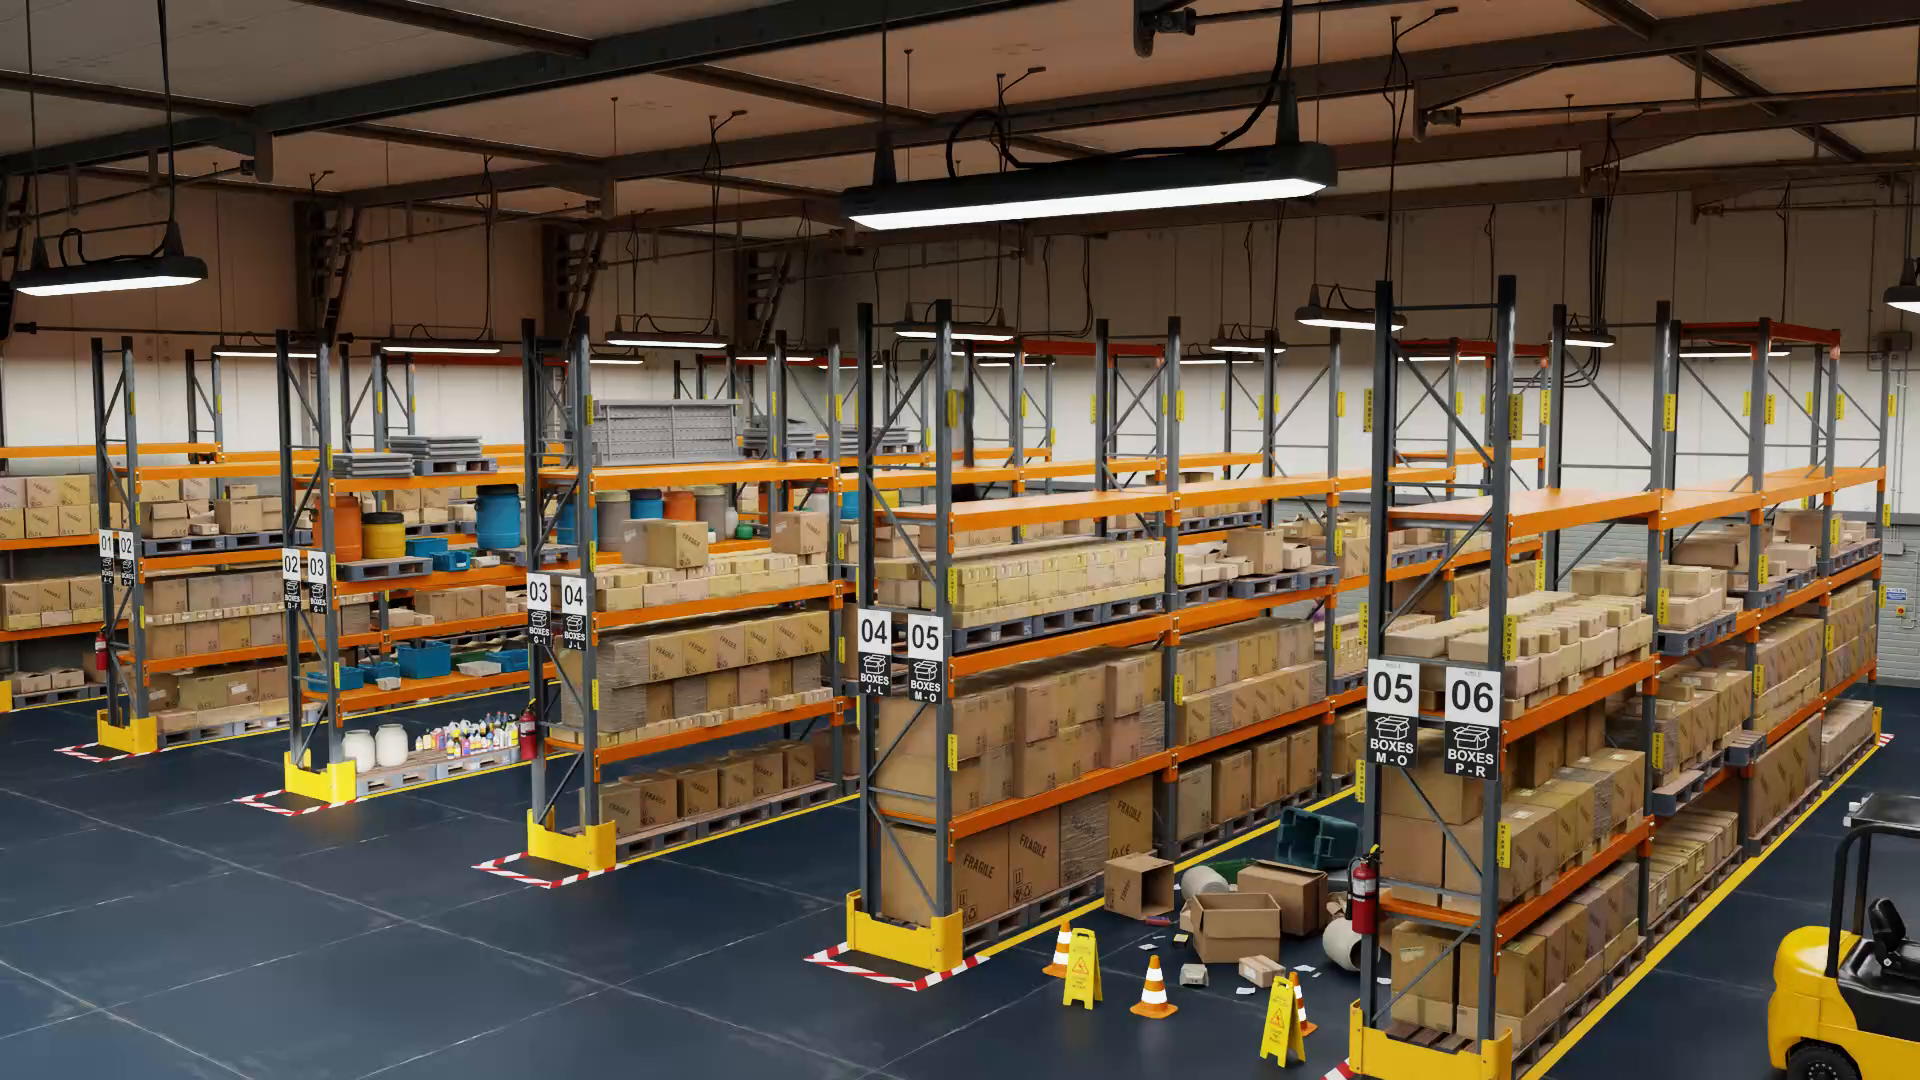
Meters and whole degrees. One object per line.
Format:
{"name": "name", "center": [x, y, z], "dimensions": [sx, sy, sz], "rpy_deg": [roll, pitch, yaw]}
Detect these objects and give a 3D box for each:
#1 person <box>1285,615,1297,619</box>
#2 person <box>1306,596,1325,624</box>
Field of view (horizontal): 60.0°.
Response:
{"name": "person", "center": [5.183, 2.044, 26.094], "dimensions": [0.665, 1.735, 0.603], "rpy_deg": [4, 6, 40]}
{"name": "person", "center": [6.665, 1.717, 30.809], "dimensions": [0.580, 1.570, 0.784], "rpy_deg": [-1, 5, -14]}
